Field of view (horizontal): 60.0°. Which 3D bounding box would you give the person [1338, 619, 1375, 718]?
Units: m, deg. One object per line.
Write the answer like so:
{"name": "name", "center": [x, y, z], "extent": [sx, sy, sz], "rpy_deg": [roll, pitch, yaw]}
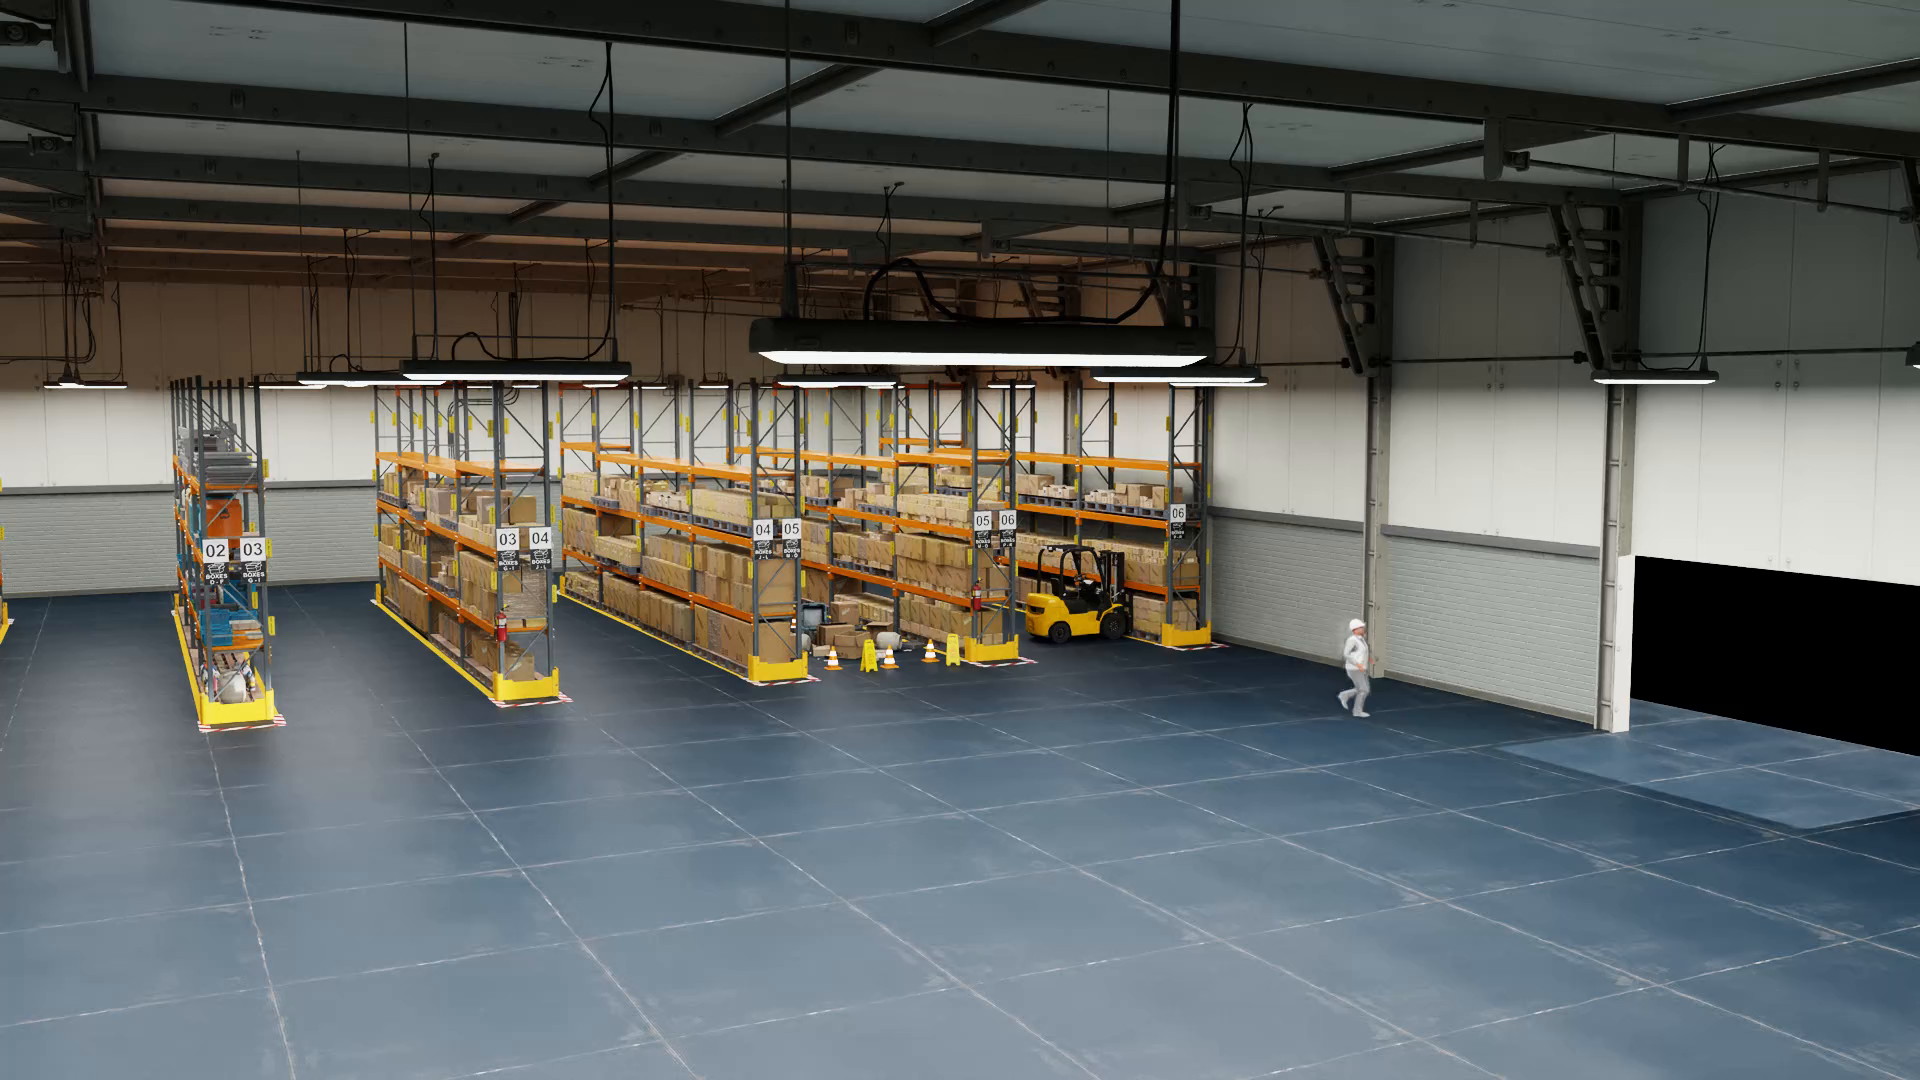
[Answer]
{"name": "person", "center": [6.956, 2.256, 29.292], "extent": [0.640, 1.730, 0.652], "rpy_deg": [3, 6, 31]}

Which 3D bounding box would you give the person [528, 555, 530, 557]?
{"name": "person", "center": [-11.210, 0.919, 44.303], "extent": [0.691, 1.744, 0.677], "rpy_deg": [-2, 5, -17]}
